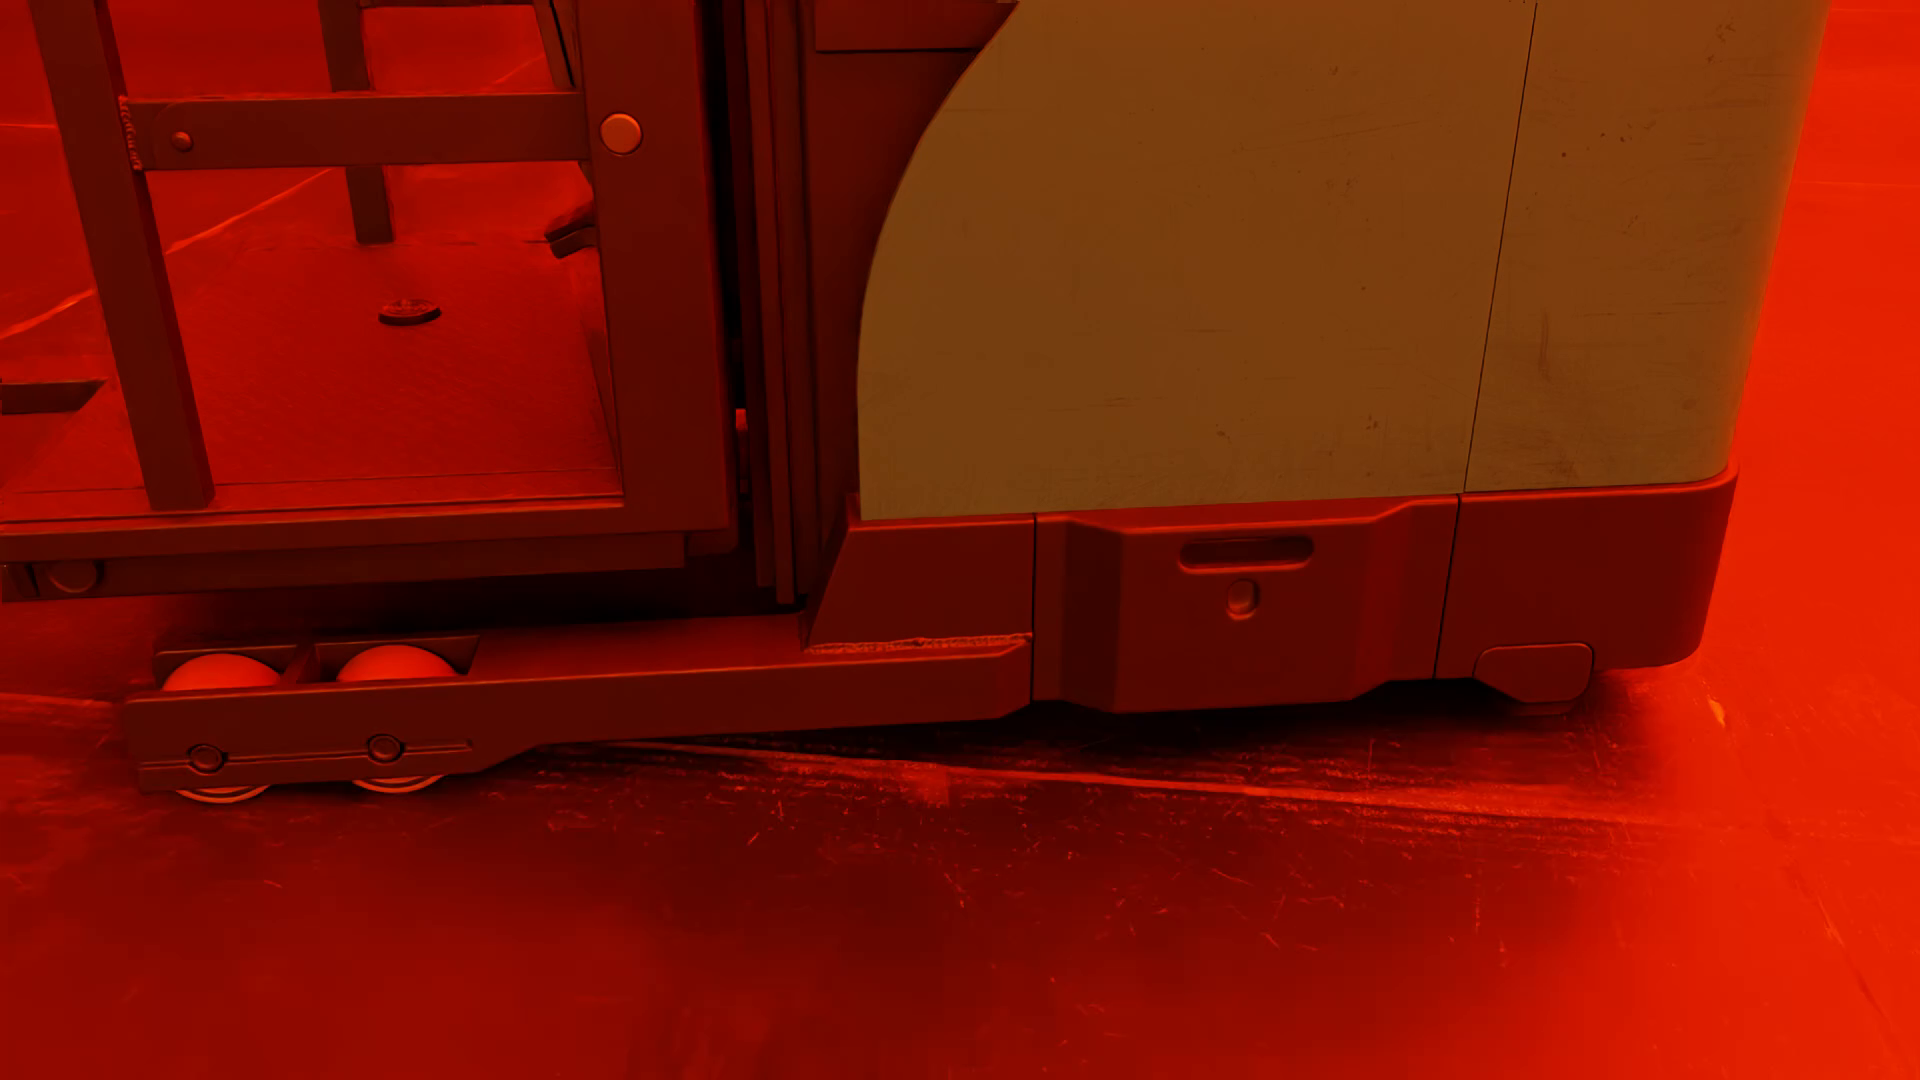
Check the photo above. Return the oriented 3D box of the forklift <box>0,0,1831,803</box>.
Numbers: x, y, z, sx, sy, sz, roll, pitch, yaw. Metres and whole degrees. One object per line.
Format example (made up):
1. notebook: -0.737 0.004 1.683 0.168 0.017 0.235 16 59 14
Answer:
1. forklift: -0.614 -1.260 1.742 3.031 2.935 1.130 -3 27 -5
